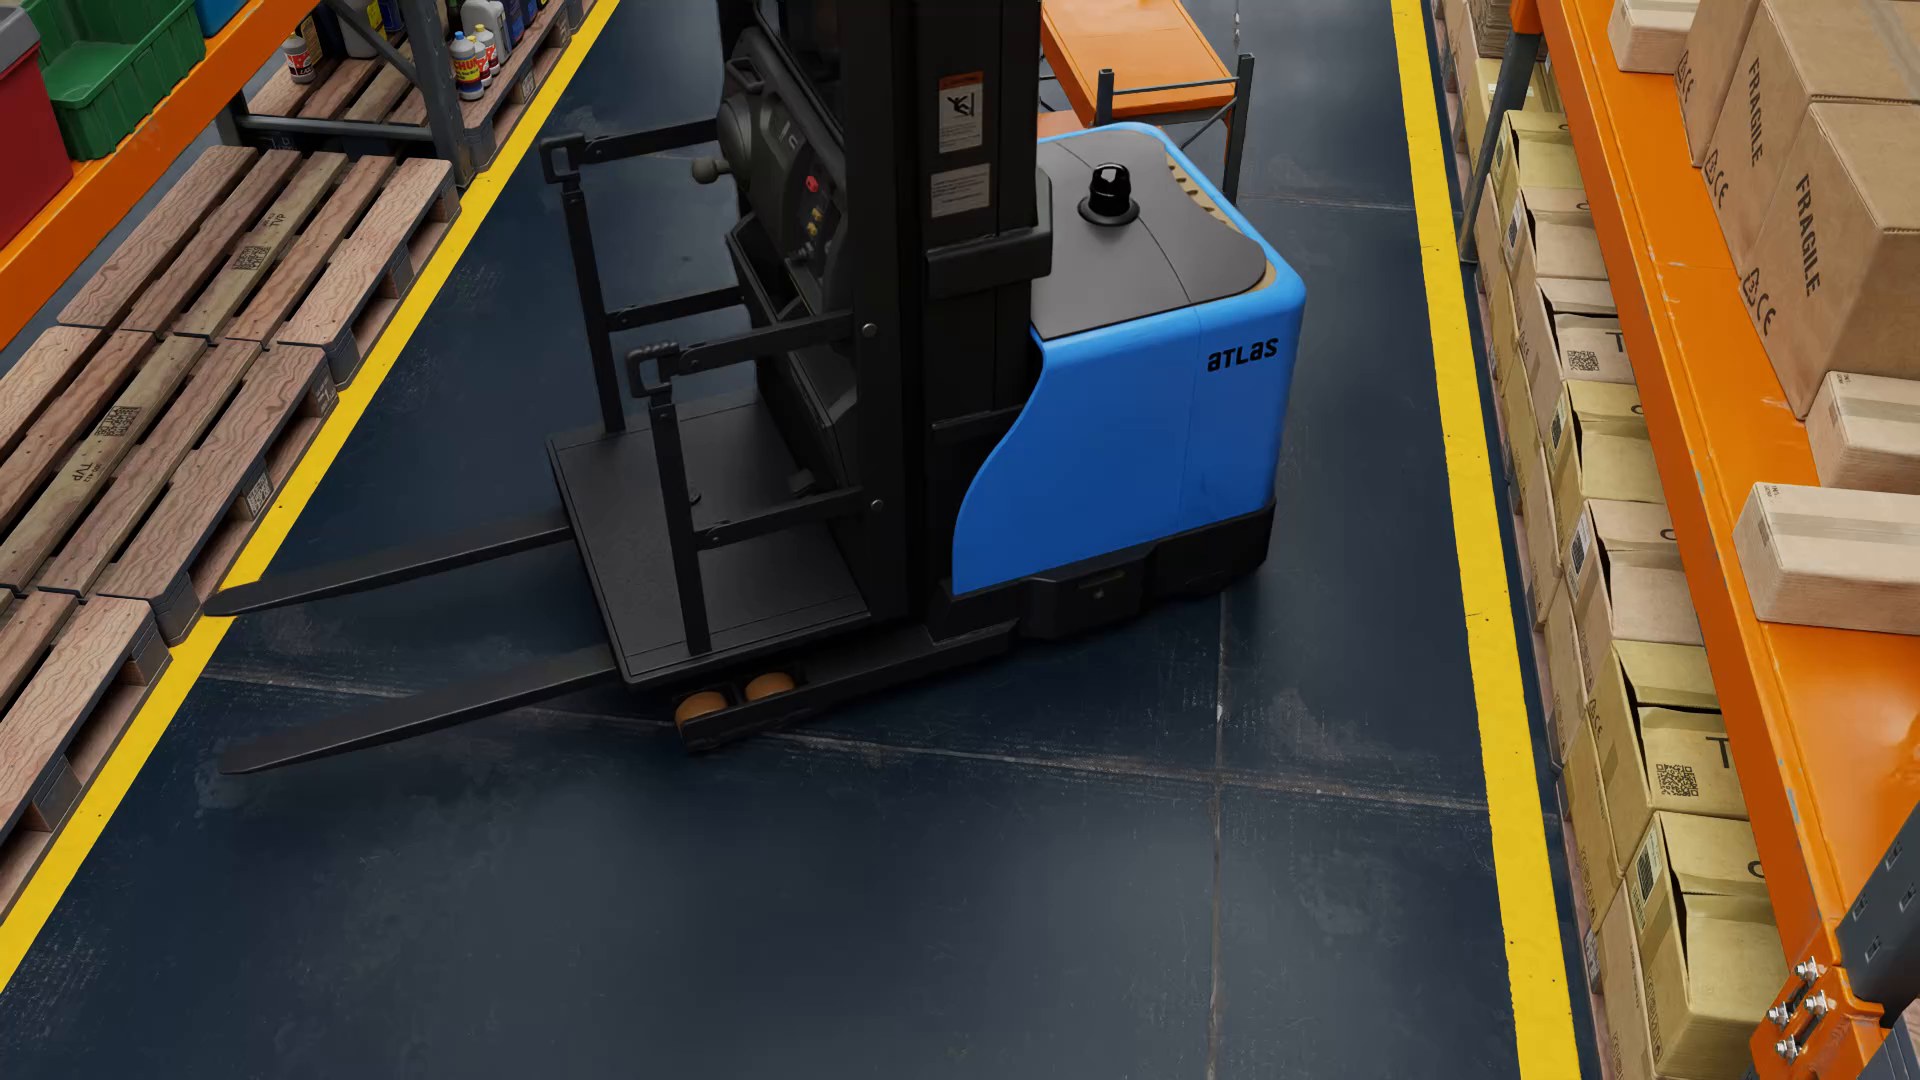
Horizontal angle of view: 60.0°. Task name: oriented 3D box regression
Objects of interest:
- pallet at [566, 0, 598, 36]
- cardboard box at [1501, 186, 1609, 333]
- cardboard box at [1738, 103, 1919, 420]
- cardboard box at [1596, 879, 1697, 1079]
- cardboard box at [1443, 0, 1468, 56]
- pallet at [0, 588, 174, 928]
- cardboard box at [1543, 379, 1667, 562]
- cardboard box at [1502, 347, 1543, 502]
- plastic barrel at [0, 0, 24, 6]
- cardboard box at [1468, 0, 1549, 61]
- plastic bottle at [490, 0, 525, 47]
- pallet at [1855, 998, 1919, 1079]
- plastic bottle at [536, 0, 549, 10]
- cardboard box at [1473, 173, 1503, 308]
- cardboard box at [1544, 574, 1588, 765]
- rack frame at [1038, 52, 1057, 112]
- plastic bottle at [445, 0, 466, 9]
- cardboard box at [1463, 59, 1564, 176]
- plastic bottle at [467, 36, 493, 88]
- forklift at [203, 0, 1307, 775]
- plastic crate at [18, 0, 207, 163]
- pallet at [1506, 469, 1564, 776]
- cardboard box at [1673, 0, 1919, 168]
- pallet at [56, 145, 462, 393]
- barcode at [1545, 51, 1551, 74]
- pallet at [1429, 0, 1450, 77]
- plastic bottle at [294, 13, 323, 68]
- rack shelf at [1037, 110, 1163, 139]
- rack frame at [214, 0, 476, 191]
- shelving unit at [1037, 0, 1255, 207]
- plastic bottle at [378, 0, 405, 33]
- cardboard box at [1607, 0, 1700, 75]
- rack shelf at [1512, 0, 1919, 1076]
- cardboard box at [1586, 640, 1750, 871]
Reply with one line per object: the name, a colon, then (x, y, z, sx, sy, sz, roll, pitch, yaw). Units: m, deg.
pallet: (-2.204, -2.870, 8.128, 1.003, 0.211, 1.213, 5, 44, 6)
cardboard box: (2.044, -0.900, 5.305, 0.500, 0.311, 0.500, 5, 44, 5)
cardboard box: (2.093, -0.597, 3.626, 0.500, 0.500, 0.500, 3, 44, 3)
cardboard box: (1.715, 1.049, 3.655, 0.500, 0.250, 0.500, 6, 44, 7)
cardboard box: (2.389, -2.314, 7.207, 0.500, 0.250, 0.500, 5, 44, 6)
pallet: (-2.881, 0.619, 4.442, 1.003, 0.211, 1.213, 5, 44, 6)
cardboard box: (1.913, -0.193, 4.559, 0.500, 0.311, 0.500, 6, 44, 7)
cardboard box: (1.983, -0.342, 5.124, 0.500, 0.250, 0.500, 4, 44, 4)
plastic barrel: (-2.820, -1.657, 4.918, 0.301, 0.262, 0.301, 0, 43, 0)
cardboard box: (2.339, -2.244, 6.587, 0.500, 0.500, 0.500, 5, 44, 6)
plastic bottle: (-1.975, -2.305, 7.109, 0.144, 0.351, 0.185, 6, 44, 7)
pallet: (1.868, 1.122, 2.023, 1.213, 0.211, 1.003, 5, 44, 6)
plastic bottle: (-1.887, -2.518, 7.383, 0.061, 0.283, 0.133, 7, 44, 7)
cardboard box: (2.118, -1.044, 5.865, 0.500, 0.250, 0.500, 4, 44, 5)
cardboard box: (1.850, 0.355, 4.388, 0.500, 0.250, 0.500, 6, 44, 6)
rack frame: (0.458, -1.760, 6.291, 0.500, 1.125, 0.032, -9, 44, -9)
plastic bottle: (-2.118, -2.318, 7.123, 0.144, 0.351, 0.185, 5, 44, 6)
cardboard box: (2.261, -1.632, 6.486, 0.500, 0.250, 0.500, 5, 44, 6)
plastic bottle: (-2.003, -1.985, 6.880, 0.097, 0.201, 0.097, 0, 43, 0)
forklift: (-0.626, -0.895, 4.063, 3.031, 2.935, 1.130, -15, 46, -15)
plastic crate: (-2.443, -1.305, 4.601, 0.450, 0.188, 0.662, 5, 44, 6)
pallet: (2.199, 0.210, 4.875, 1.003, 0.211, 1.213, 5, 44, 6)
cardboard box: (2.229, -1.297, 4.366, 0.500, 0.500, 0.500, 8, 44, 9)
pallet: (-2.558, -1.044, 6.199, 1.003, 0.211, 1.213, 5, 44, 6)
barcode: (1.970, -1.607, 5.565, 0.001, 0.075, 0.075, 5, 44, 6)
pallet: (2.722, -2.502, 7.738, 1.003, 0.211, 1.213, 5, 44, 6)
plastic bottle: (-2.756, -2.126, 6.969, 0.061, 0.283, 0.133, 7, 44, 8)
rack shelf: (0.568, -1.242, 6.099, 0.538, 0.278, 1.000, -9, 44, -9)
rack frame: (-2.493, -2.595, 5.809, 1.000, 3.000, 0.127, 5, 44, 6)
shelving unit: (0.568, -1.419, 5.931, 0.538, 1.125, 1.048, -9, 44, -9)
plastic bottle: (-2.518, -2.365, 7.227, 0.152, 0.276, 0.135, 5, 44, 6)
cardboard box: (2.097, -1.466, 4.799, 0.380, 0.149, 0.250, 5, 44, 6)
rack shelf: (2.152, -0.518, 4.138, 1.077, 0.370, 4.000, 5, 44, 6)
cardboard box: (1.775, 0.492, 3.835, 0.500, 0.311, 0.500, 5, 44, 5)
